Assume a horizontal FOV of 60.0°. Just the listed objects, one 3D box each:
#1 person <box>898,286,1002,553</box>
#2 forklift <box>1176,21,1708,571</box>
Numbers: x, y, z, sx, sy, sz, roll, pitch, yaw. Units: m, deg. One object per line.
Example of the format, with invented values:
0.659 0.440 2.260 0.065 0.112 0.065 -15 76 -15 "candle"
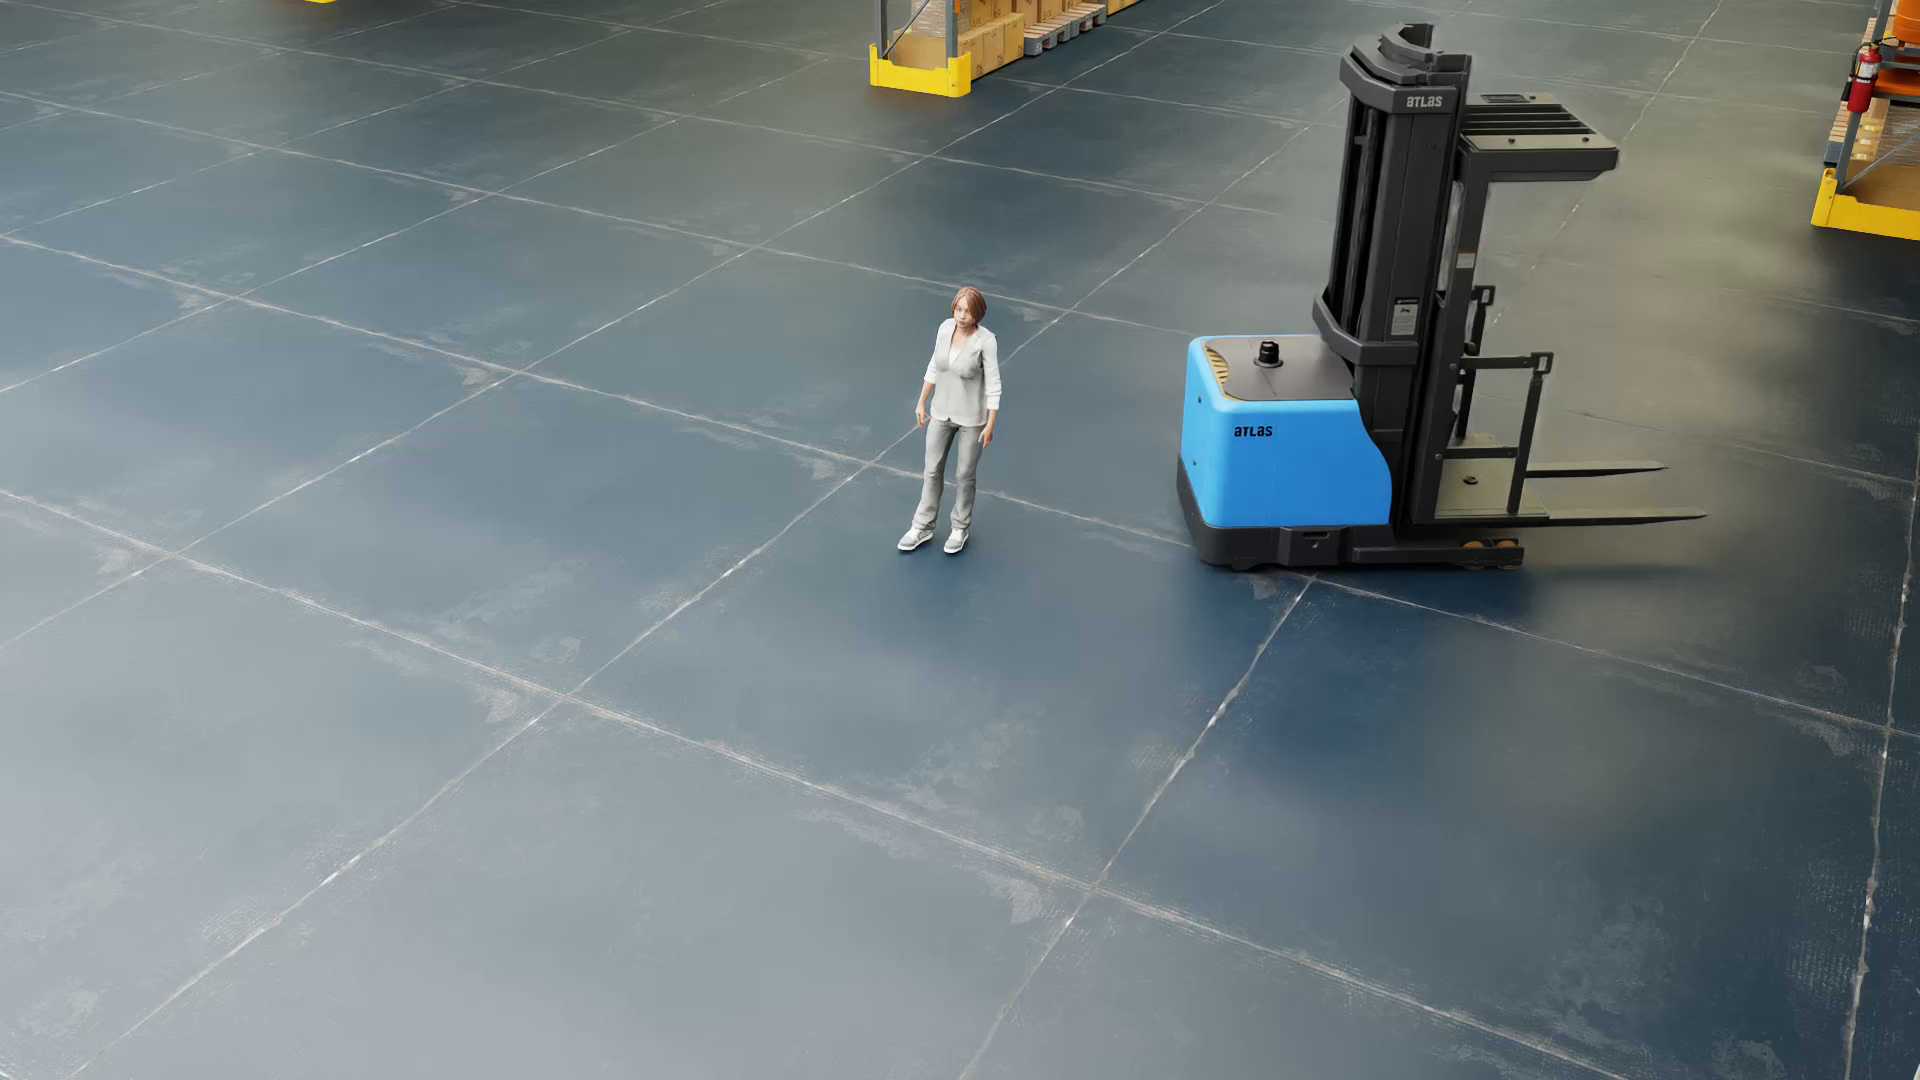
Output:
-0.048 -0.663 9.554 0.519 1.583 0.474 15 33 25 "person"
2.887 -1.357 9.422 3.031 2.935 1.130 -1 30 -2 "forklift"
